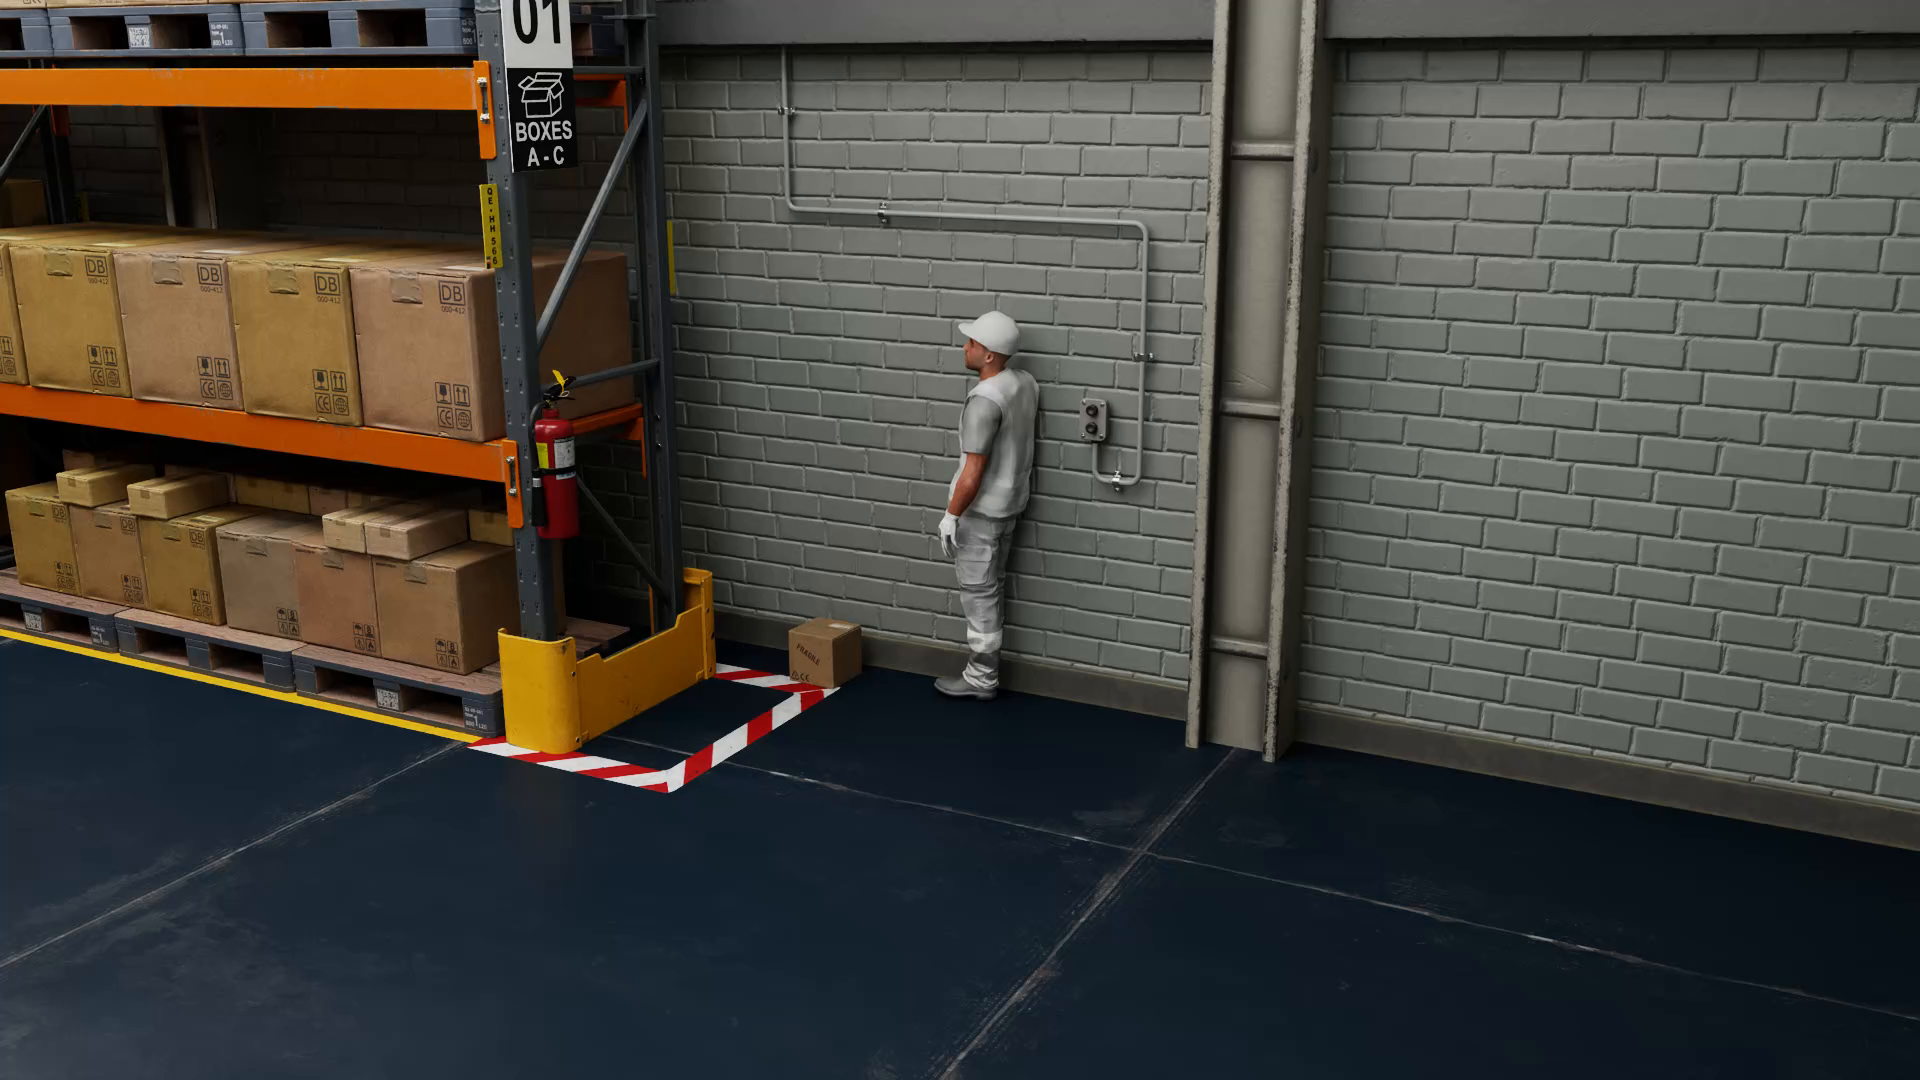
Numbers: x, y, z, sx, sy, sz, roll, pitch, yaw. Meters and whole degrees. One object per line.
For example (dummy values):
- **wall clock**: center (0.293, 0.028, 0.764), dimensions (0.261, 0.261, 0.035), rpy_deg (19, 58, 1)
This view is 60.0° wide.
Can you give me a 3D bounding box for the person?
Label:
- **person**: center (0.051, -0.151, 7.487), dimensions (0.560, 1.787, 0.637), rpy_deg (8, 17, 26)
